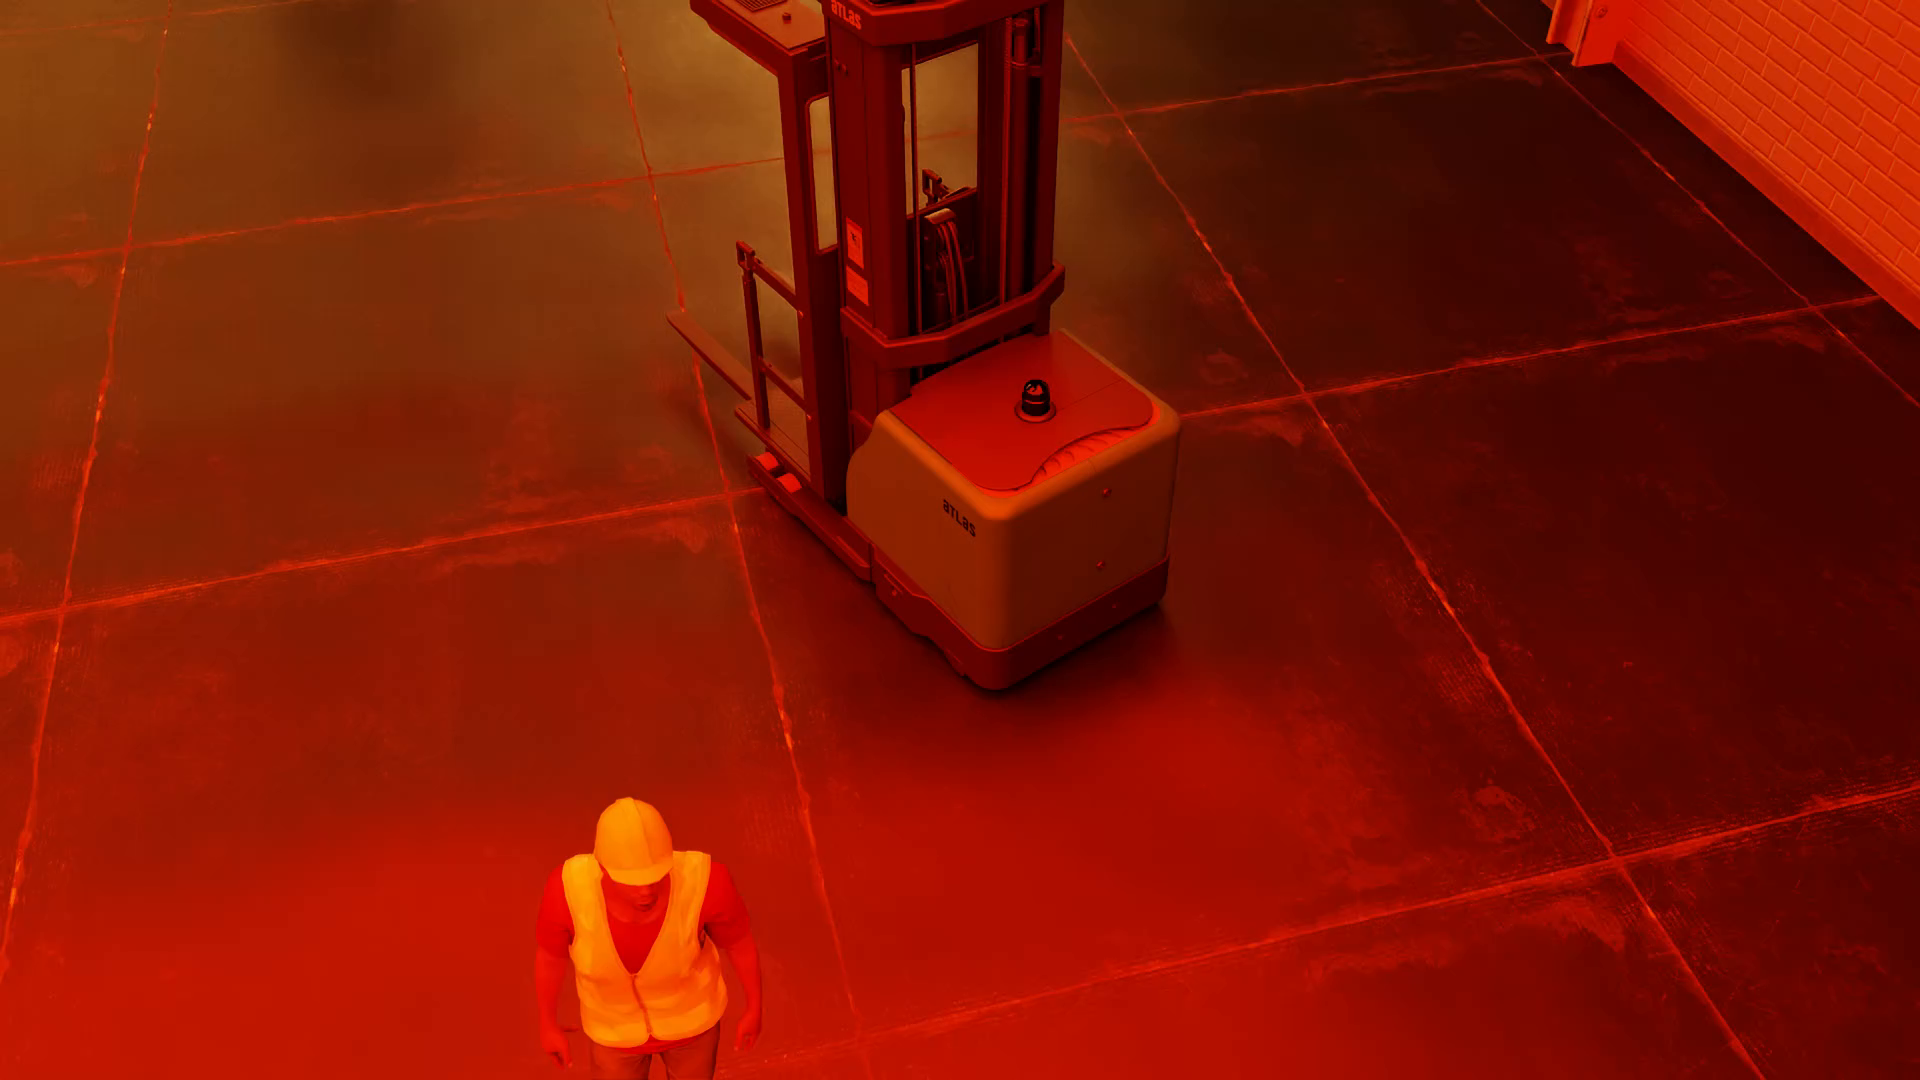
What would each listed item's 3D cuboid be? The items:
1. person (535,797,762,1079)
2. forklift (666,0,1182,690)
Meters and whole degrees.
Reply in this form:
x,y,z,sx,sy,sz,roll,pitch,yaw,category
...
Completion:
x,y,z,sx,sy,sz,roll,pitch,yaw,category
-0.908,1.465,4.933,0.665,1.768,0.575,-6,44,-6,person
-0.366,-1.399,7.126,1.130,2.935,3.031,-27,50,-26,forklift
